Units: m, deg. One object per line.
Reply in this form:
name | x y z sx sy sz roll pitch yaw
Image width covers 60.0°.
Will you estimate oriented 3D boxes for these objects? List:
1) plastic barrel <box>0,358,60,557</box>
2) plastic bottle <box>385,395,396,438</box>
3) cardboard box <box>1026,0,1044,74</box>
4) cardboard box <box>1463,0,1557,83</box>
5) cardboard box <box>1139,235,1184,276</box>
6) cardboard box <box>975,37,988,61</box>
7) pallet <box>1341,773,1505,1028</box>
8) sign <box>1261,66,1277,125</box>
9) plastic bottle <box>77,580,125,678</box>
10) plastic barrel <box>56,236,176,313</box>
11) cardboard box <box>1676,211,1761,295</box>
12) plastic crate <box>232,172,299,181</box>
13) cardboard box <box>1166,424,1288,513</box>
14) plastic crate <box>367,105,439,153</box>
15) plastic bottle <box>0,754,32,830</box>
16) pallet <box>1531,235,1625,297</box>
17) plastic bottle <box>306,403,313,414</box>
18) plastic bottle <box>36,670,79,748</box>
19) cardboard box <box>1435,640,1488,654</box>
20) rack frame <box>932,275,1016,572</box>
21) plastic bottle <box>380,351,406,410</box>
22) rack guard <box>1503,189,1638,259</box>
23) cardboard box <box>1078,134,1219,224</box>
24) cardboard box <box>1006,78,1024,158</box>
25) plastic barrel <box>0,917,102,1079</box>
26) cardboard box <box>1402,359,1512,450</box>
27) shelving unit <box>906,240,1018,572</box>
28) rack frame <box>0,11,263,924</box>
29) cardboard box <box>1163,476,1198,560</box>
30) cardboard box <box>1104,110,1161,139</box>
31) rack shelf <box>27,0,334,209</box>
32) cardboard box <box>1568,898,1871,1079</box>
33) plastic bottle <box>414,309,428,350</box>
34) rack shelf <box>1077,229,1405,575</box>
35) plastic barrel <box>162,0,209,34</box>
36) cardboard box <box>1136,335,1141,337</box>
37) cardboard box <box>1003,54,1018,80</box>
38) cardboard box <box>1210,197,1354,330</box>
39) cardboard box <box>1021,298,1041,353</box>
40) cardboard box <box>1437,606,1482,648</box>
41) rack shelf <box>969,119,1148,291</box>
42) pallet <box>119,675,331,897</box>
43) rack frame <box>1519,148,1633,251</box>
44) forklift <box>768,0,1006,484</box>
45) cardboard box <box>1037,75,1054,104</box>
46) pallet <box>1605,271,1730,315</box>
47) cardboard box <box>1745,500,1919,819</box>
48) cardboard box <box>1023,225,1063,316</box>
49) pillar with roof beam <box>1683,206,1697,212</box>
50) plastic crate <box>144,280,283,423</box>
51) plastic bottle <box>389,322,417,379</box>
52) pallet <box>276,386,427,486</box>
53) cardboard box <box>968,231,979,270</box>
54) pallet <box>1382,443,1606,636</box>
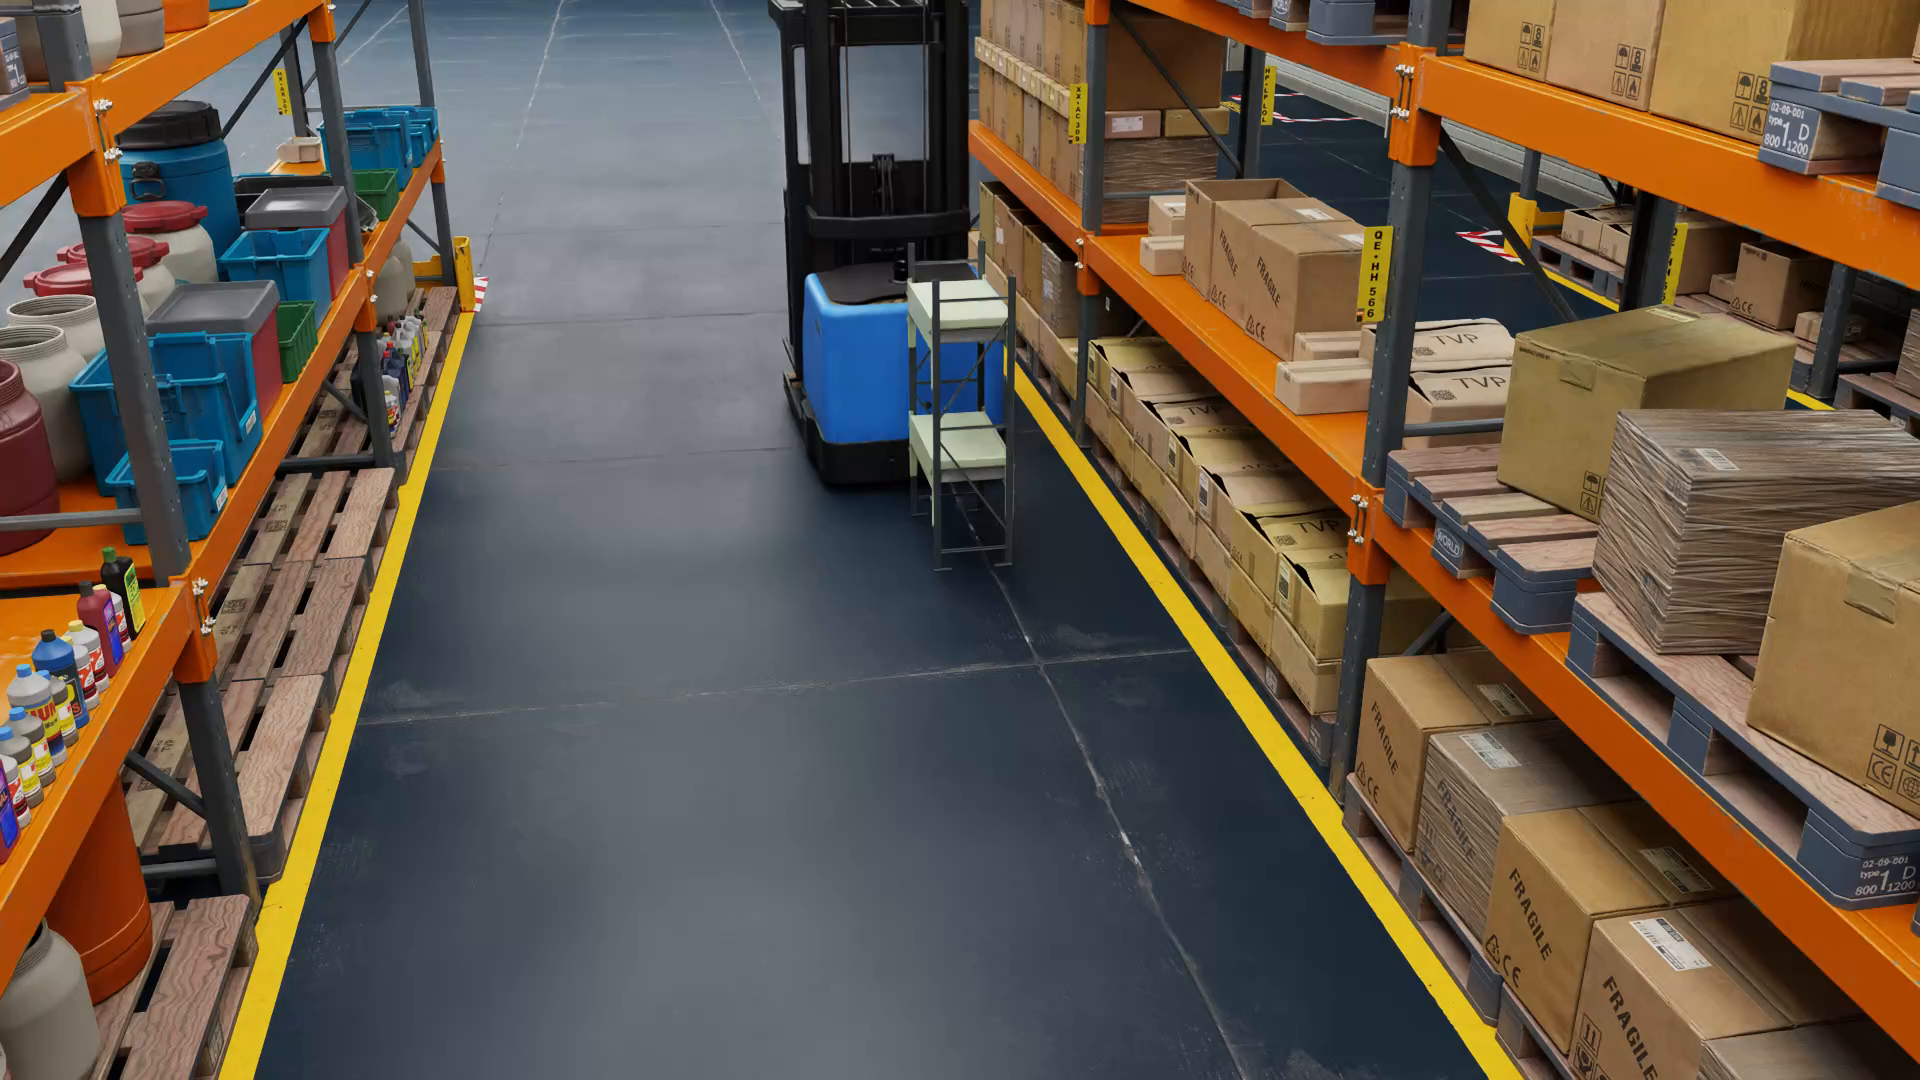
plastic barrel | -3.311 -0.263 5.434 0.600 0.536 0.708 -4 24 -10
plastic bottle | -3.296 -0.723 9.516 0.097 0.271 0.097 0 24 0
cardboard box | 0.834 -3.385 11.008 0.700 0.500 0.500 -4 24 -10
cardboard box | 2.055 -1.657 4.923 0.910 0.500 0.500 -4 24 -10
cardboard box | 1.164 -1.500 8.751 0.380 0.149 0.250 -4 24 -10
cardboard box | 0.322 -3.725 12.596 0.380 0.149 0.250 -4 24 -10
pallet | 2.042 1.169 5.810 1.003 0.211 1.213 -4 24 -10
sign | 1.733 -2.517 9.418 0.100 0.325 0.005 -4 24 -10
plastic bottle | -2.391 0.231 4.618 0.061 0.283 0.133 -4 24 -10
plastic barrel | -3.570 -0.995 7.110 0.433 0.535 0.433 0 24 0
cardboard box | 5.560 -2.181 12.570 0.700 0.500 0.500 -6 24 -13
plastic crate | -4.139 -1.961 9.678 0.499 0.251 0.616 -4 24 -10
cardboard box | 1.318 -0.383 8.088 0.500 0.311 0.500 -4 24 -8
plastic crate | -4.021 -2.944 11.929 0.499 0.251 0.616 -4 24 -10
plastic bottle | -2.262 0.584 3.914 0.097 0.201 0.097 0 24 0
pallet | 5.459 -2.290 13.730 1.003 0.211 1.213 -4 24 -10
plastic bottle | -3.964 -0.895 9.906 0.152 0.276 0.135 -4 24 -10
plastic bottle | -2.334 0.431 4.265 0.097 0.201 0.097 0 24 0
cardboard box | 2.133 0.434 6.918 0.500 0.250 0.500 -4 24 -10
rack frame | 0.066 -0.546 8.126 0.400 1.500 0.023 -4 24 -10
plastic bottle | -3.409 -0.950 9.936 0.144 0.351 0.185 -4 24 -8
rack guard | 5.343 -2.745 14.410 1.175 0.500 0.348 -4 24 -10
cardboard box | 1.113 -2.199 9.912 0.700 0.500 0.500 -5 24 -11
cardboard box | 0.723 -3.011 11.773 0.700 0.500 0.500 -4 24 -9
plastic barrel | -2.628 1.314 4.577 0.421 0.512 0.421 0 24 0
cardboard box | 1.916 -0.511 6.283 0.500 0.311 0.500 -3 24 -6
shelving unit | -0.001 -0.690 8.456 0.431 1.500 0.755 -4 24 -10
rack frame | -2.928 -0.040 5.095 1.000 3.000 0.127 -4 24 -10
cardboard box | 1.317 -0.129 8.209 0.500 0.250 0.500 -4 24 -9
cardboard box | 0.940 -2.413 9.592 0.380 0.149 0.250 -4 24 -10
rack shelf | -3.298 -1.872 6.439 1.077 0.370 4.000 -4 24 -10
cardboard box | 2.036 1.347 4.492 0.500 0.500 0.500 -5 24 -12
plastic bottle | -3.597 -1.409 11.073 0.061 0.283 0.133 -4 24 -8
rack shelf | 1.571 -0.862 7.876 1.077 0.370 4.000 -4 24 -10
plastic barrel | -2.987 -2.208 5.774 0.600 0.830 0.708 -4 24 -10
cardboard box | 1.413 -1.116 10.468 0.500 0.250 0.500 -4 24 -10
cardboard box | 0.515 -3.319 11.666 0.380 0.149 0.250 -5 24 -12
cardboard box | 1.517 -1.317 7.893 0.500 0.500 0.500 -4 24 -10
cardboard box | 0.711 -1.470 11.280 0.500 0.250 0.500 -4 24 -10
cardboard box | 2.133 0.177 6.806 0.500 0.311 0.500 -4 24 -8
rack shelf | 0.831 -2.436 11.478 1.077 0.370 4.000 -4 24 -10
pallet | -3.033 0.930 6.357 1.003 0.211 1.213 -4 24 -10
rack frame | 5.329 -3.920 13.978 1.000 3.000 0.127 -4 24 -10
forklift | -0.541 -2.217 10.163 1.130 2.935 3.031 -5 24 -11
cardboard box | 0.707 -2.913 10.736 0.380 0.149 0.250 -4 24 -8
pallet | 5.681 -1.811 12.634 1.003 0.211 1.213 -4 24 -10
cardboard box | 2.293 0.239 3.805 0.700 0.500 0.500 -11 26 -23
cardboard box | 0.723 -1.815 11.132 0.500 0.500 0.500 -4 24 -10
pillar with roof beam | 2.078 -6.140 11.564 9.100 9.000 0.400 -4 24 -10
plastic crate | -2.926 -0.728 6.589 0.402 0.464 0.583 -4 24 -10
plastic bottle | -3.522 -1.191 10.489 0.144 0.351 0.185 -4 24 -10
pallet | -3.751 -0.603 9.867 1.003 0.211 1.213 -4 24 -10
cardboard box | 0.342 -2.257 13.081 0.500 0.250 0.500 -4 24 -10
pallet | 2.135 -0.056 5.370 1.213 0.211 1.003 -4 24 -10
